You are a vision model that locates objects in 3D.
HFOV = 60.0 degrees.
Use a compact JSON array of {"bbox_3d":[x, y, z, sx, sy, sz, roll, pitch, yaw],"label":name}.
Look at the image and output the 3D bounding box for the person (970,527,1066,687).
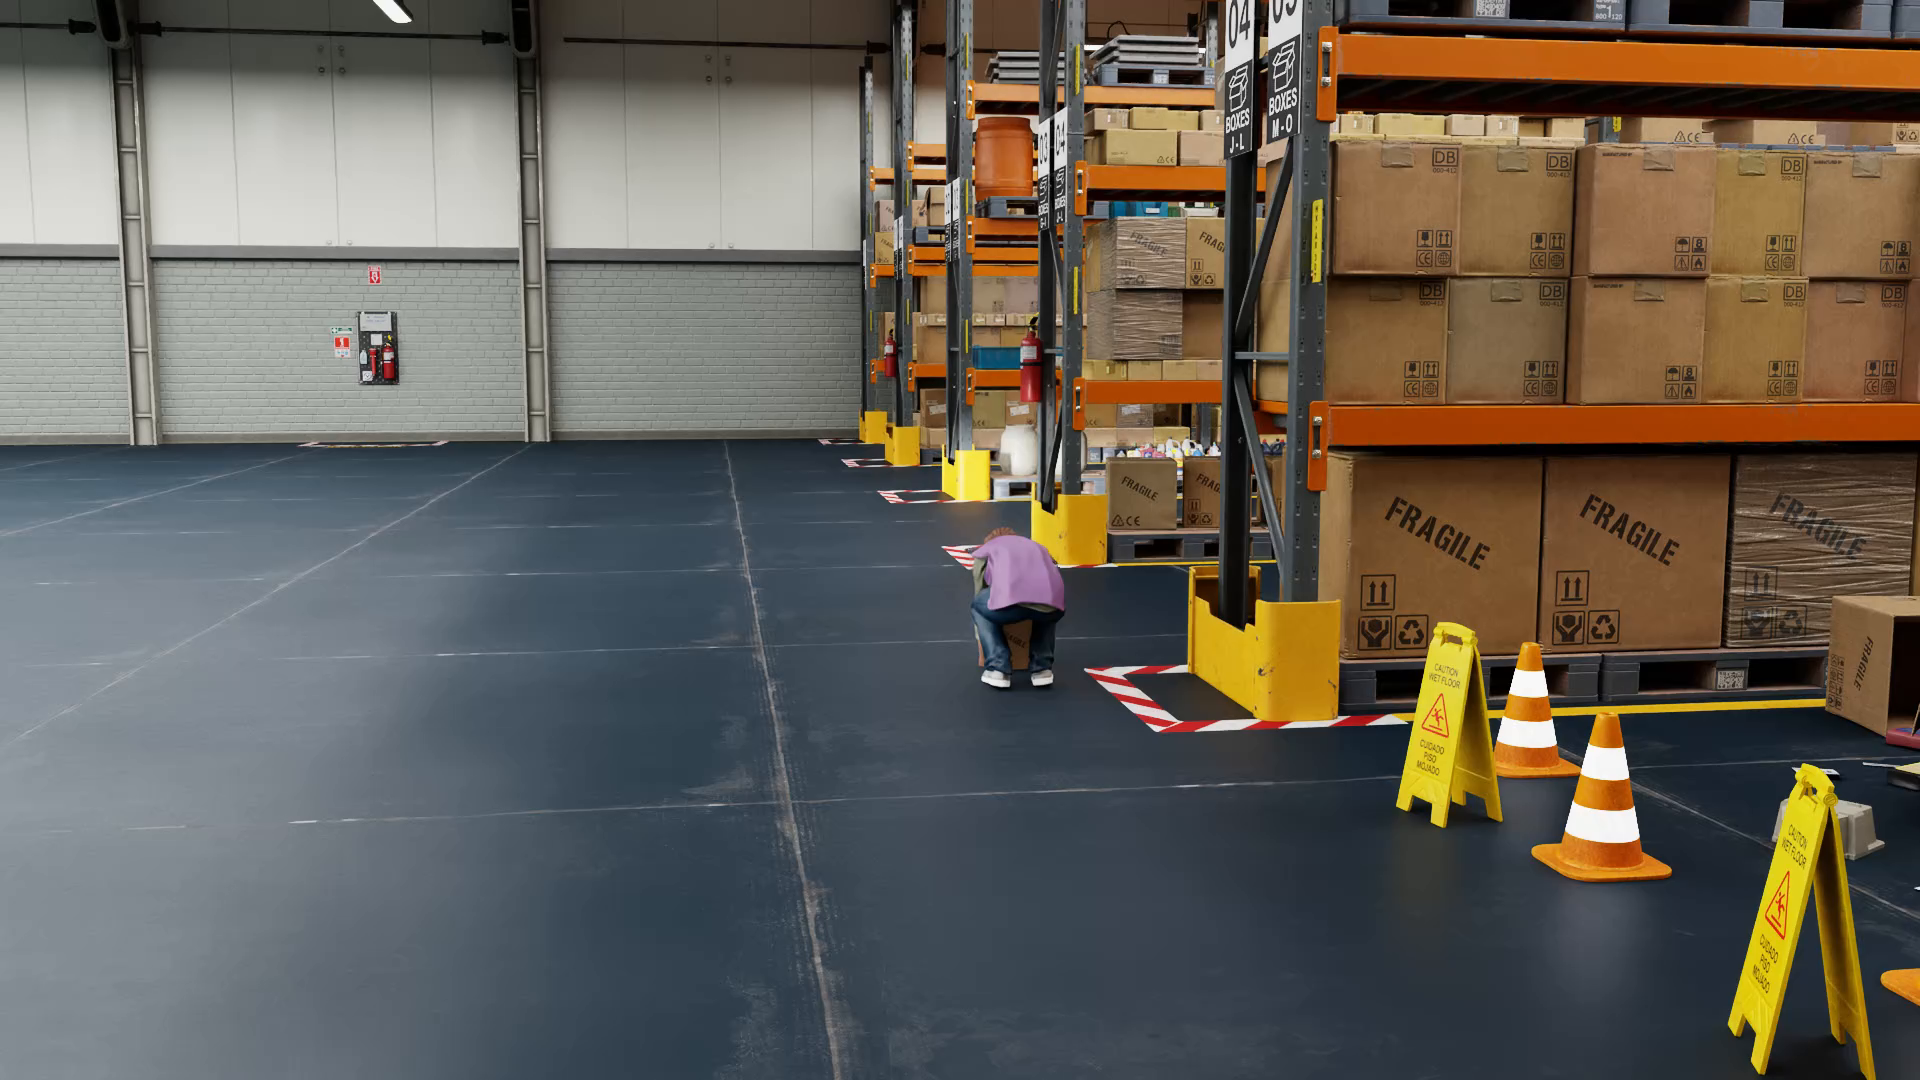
[{"bbox_3d":[0.263,0.334,7.768,0.421,0.719,0.853,-1,7,-5],"label":"person"}]
